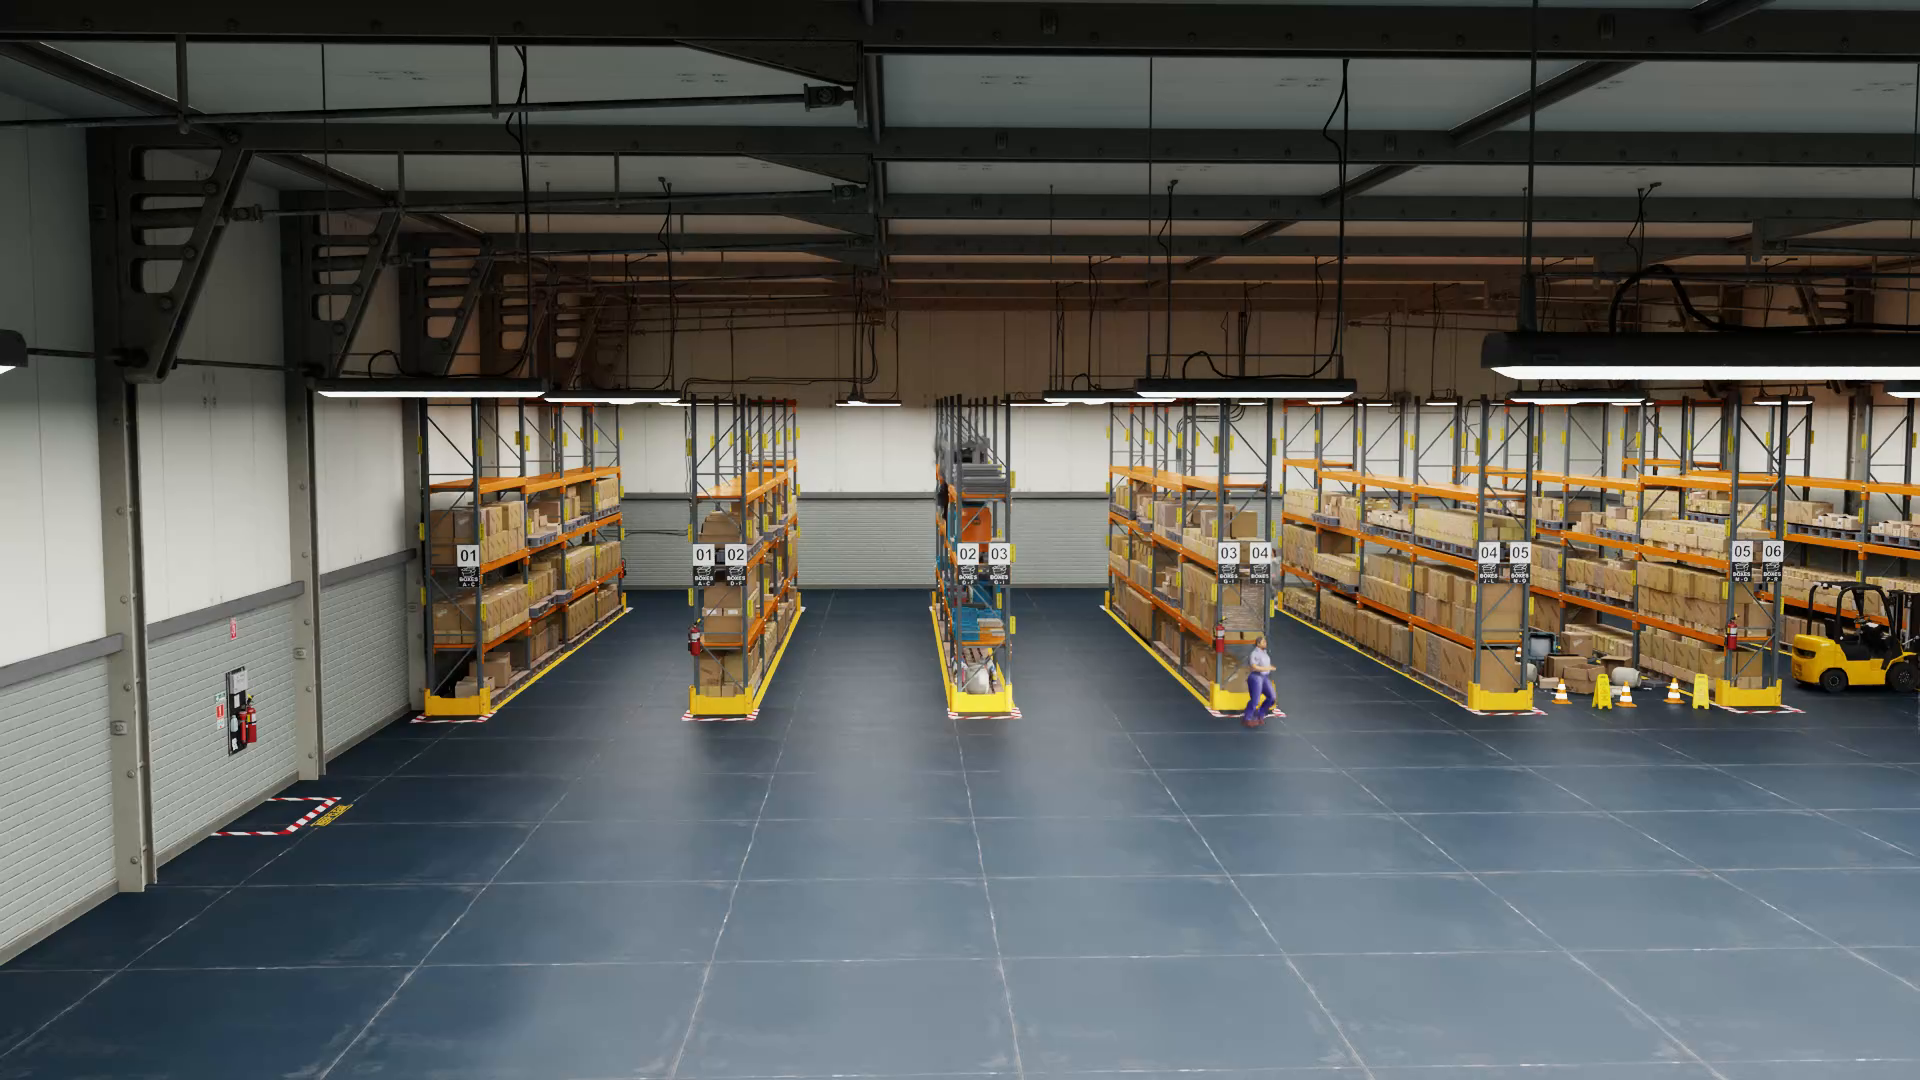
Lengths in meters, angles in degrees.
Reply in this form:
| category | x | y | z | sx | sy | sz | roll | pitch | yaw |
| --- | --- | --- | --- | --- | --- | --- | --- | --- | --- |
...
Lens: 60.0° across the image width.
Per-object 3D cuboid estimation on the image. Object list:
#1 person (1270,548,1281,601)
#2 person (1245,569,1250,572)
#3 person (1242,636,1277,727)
| category | x | y | z | sx | sy | sz | roll | pitch | yaw |
| --- | --- | --- | --- | --- | --- | --- | --- | --- | --- |
| person | 9.160 | 1.060 | 48.752 | 0.856 | 1.649 | 0.625 | -1 | 5 | -17 |
| person | 8.134 | 1.065 | 48.418 | 0.883 | 1.719 | 0.656 | 3 | 6 | 37 |
| person | 5.446 | 2.569 | 30.003 | 0.632 | 1.650 | 0.633 | 4 | 6 | 40 |
